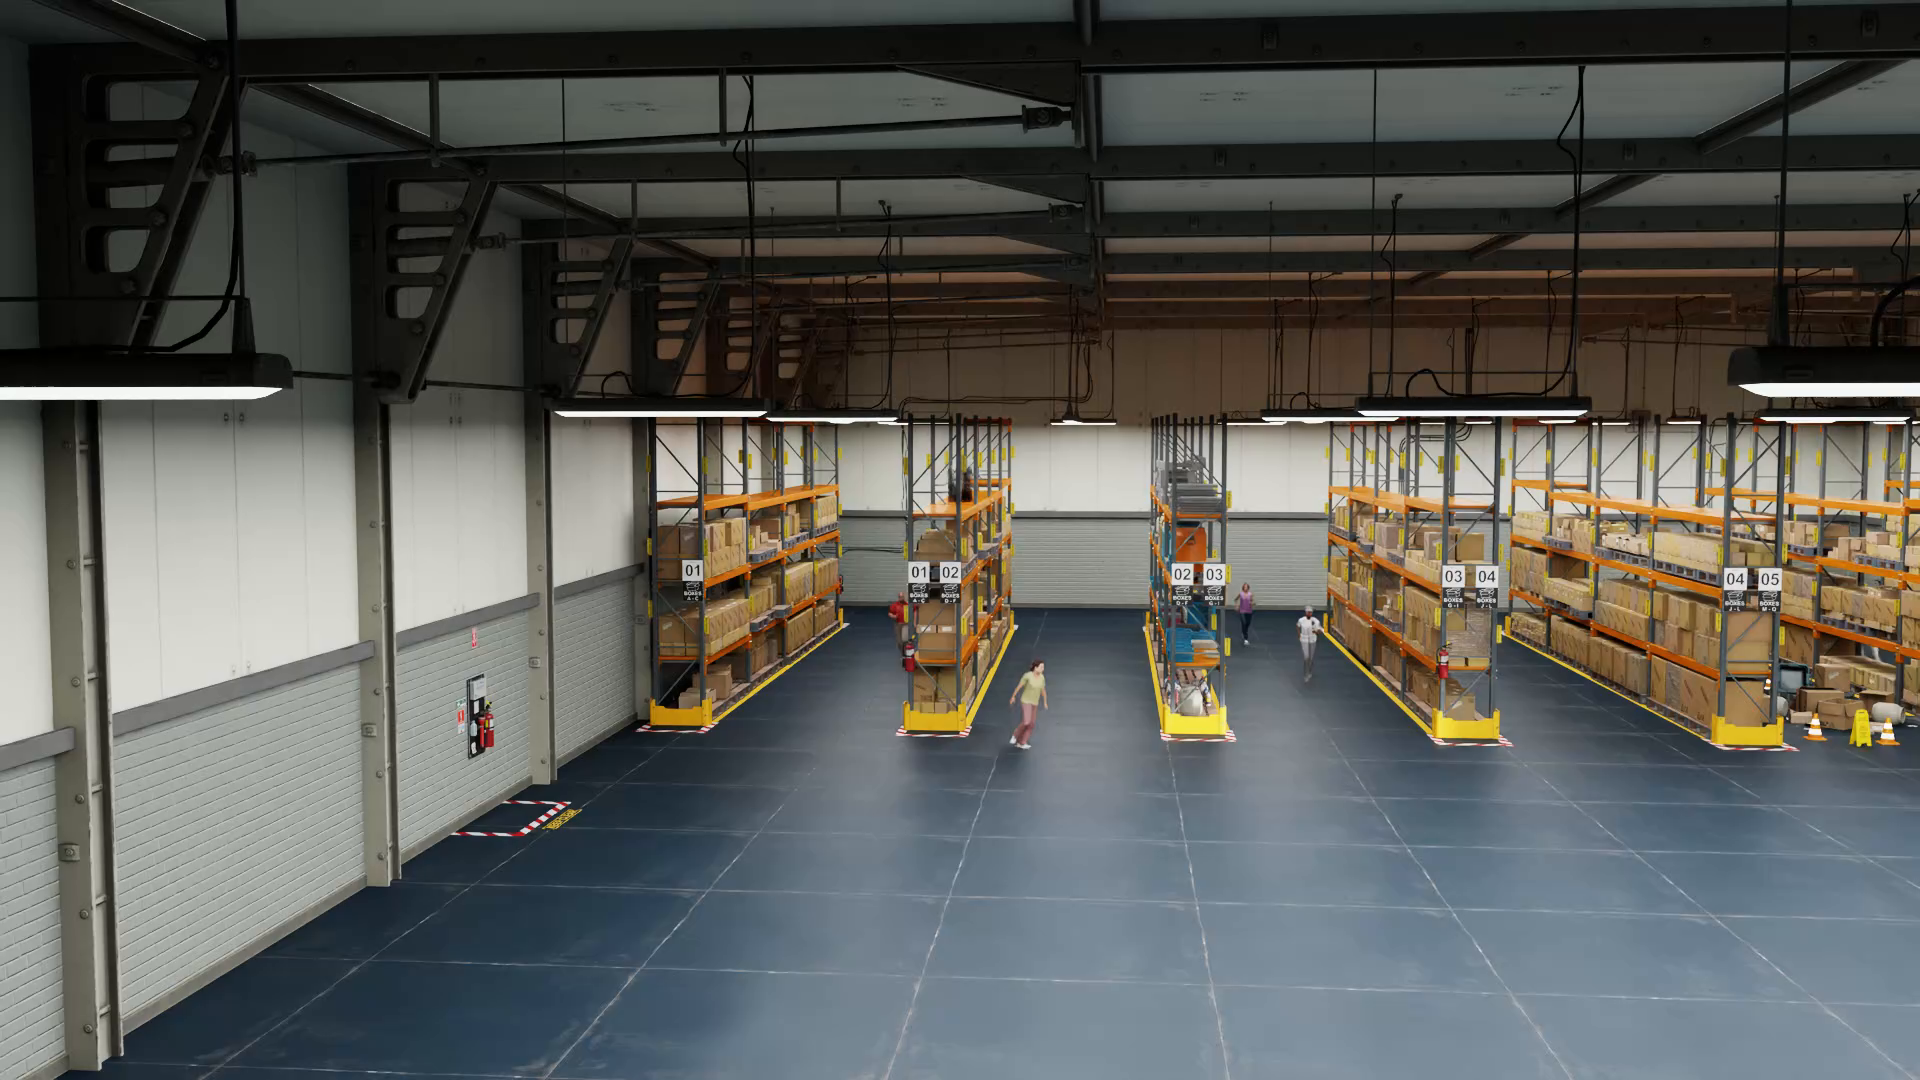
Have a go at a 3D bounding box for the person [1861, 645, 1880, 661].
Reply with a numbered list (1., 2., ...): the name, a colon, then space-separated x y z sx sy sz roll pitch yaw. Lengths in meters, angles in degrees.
1. person: 21.750 2.218 39.870 0.625 1.634 1.038 0 4 0

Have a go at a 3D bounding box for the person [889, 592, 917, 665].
1. person: -1.413 2.156 40.438 0.624 1.788 0.854 1 4 11

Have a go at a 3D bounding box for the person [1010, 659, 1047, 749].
1. person: 1.221 2.920 29.644 0.615 1.627 0.546 -3 5 -34

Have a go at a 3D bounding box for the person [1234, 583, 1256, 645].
1. person: 7.564 1.937 44.078 0.523 1.593 0.887 0 4 -6

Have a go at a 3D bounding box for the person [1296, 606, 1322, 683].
1. person: 7.892 2.344 37.591 0.552 1.733 0.738 0 4 7
